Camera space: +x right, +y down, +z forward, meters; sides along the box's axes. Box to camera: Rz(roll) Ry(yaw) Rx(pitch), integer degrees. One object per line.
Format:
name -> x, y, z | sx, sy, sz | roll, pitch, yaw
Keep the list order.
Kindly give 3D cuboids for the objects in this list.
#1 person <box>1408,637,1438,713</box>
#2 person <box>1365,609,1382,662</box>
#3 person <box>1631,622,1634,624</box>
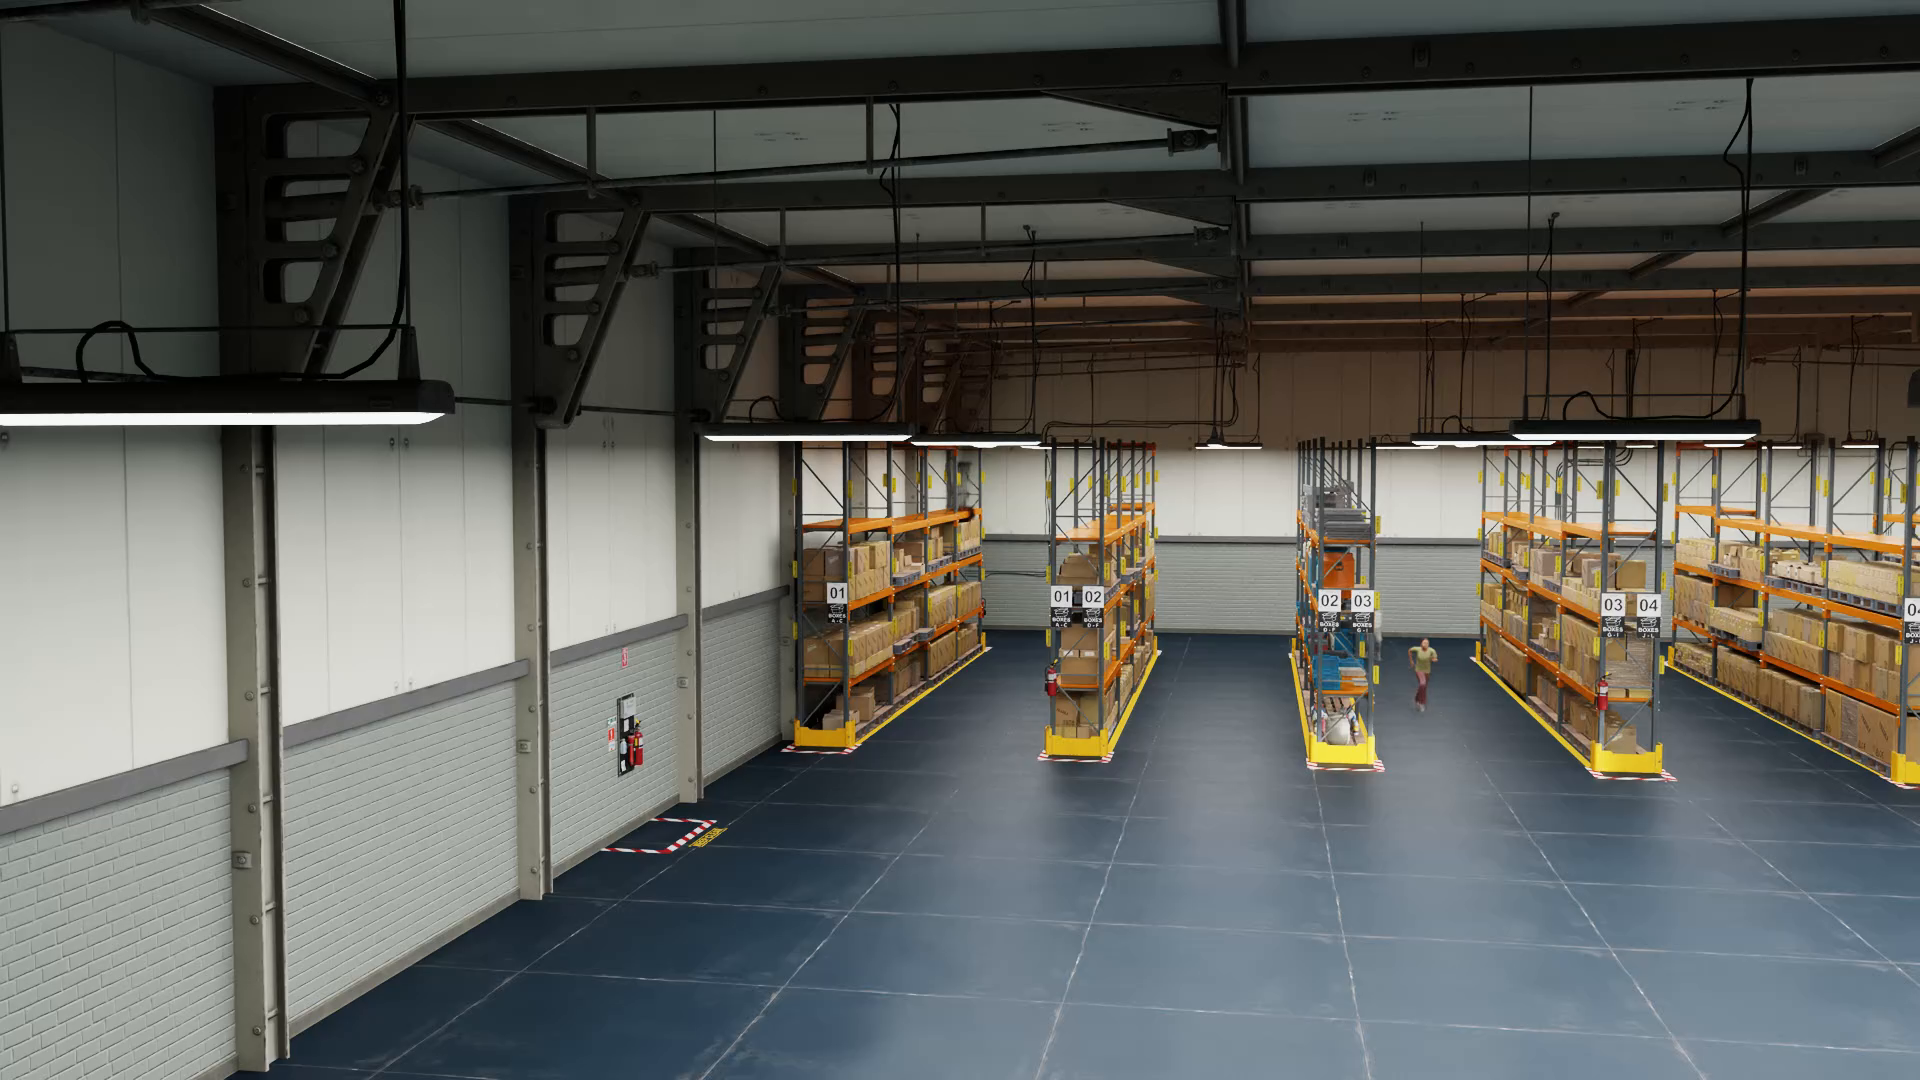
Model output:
person -> 10.240, 2.957, 36.836 | 0.572, 1.656, 0.902 | 0, 3, -2
person -> 11.333, 2.434, 45.703 | 0.641, 1.835, 0.781 | -1, 3, -12
person -> 17.375, 2.527, 43.644 | 0.633, 1.773, 0.674 | 1, 3, 10
